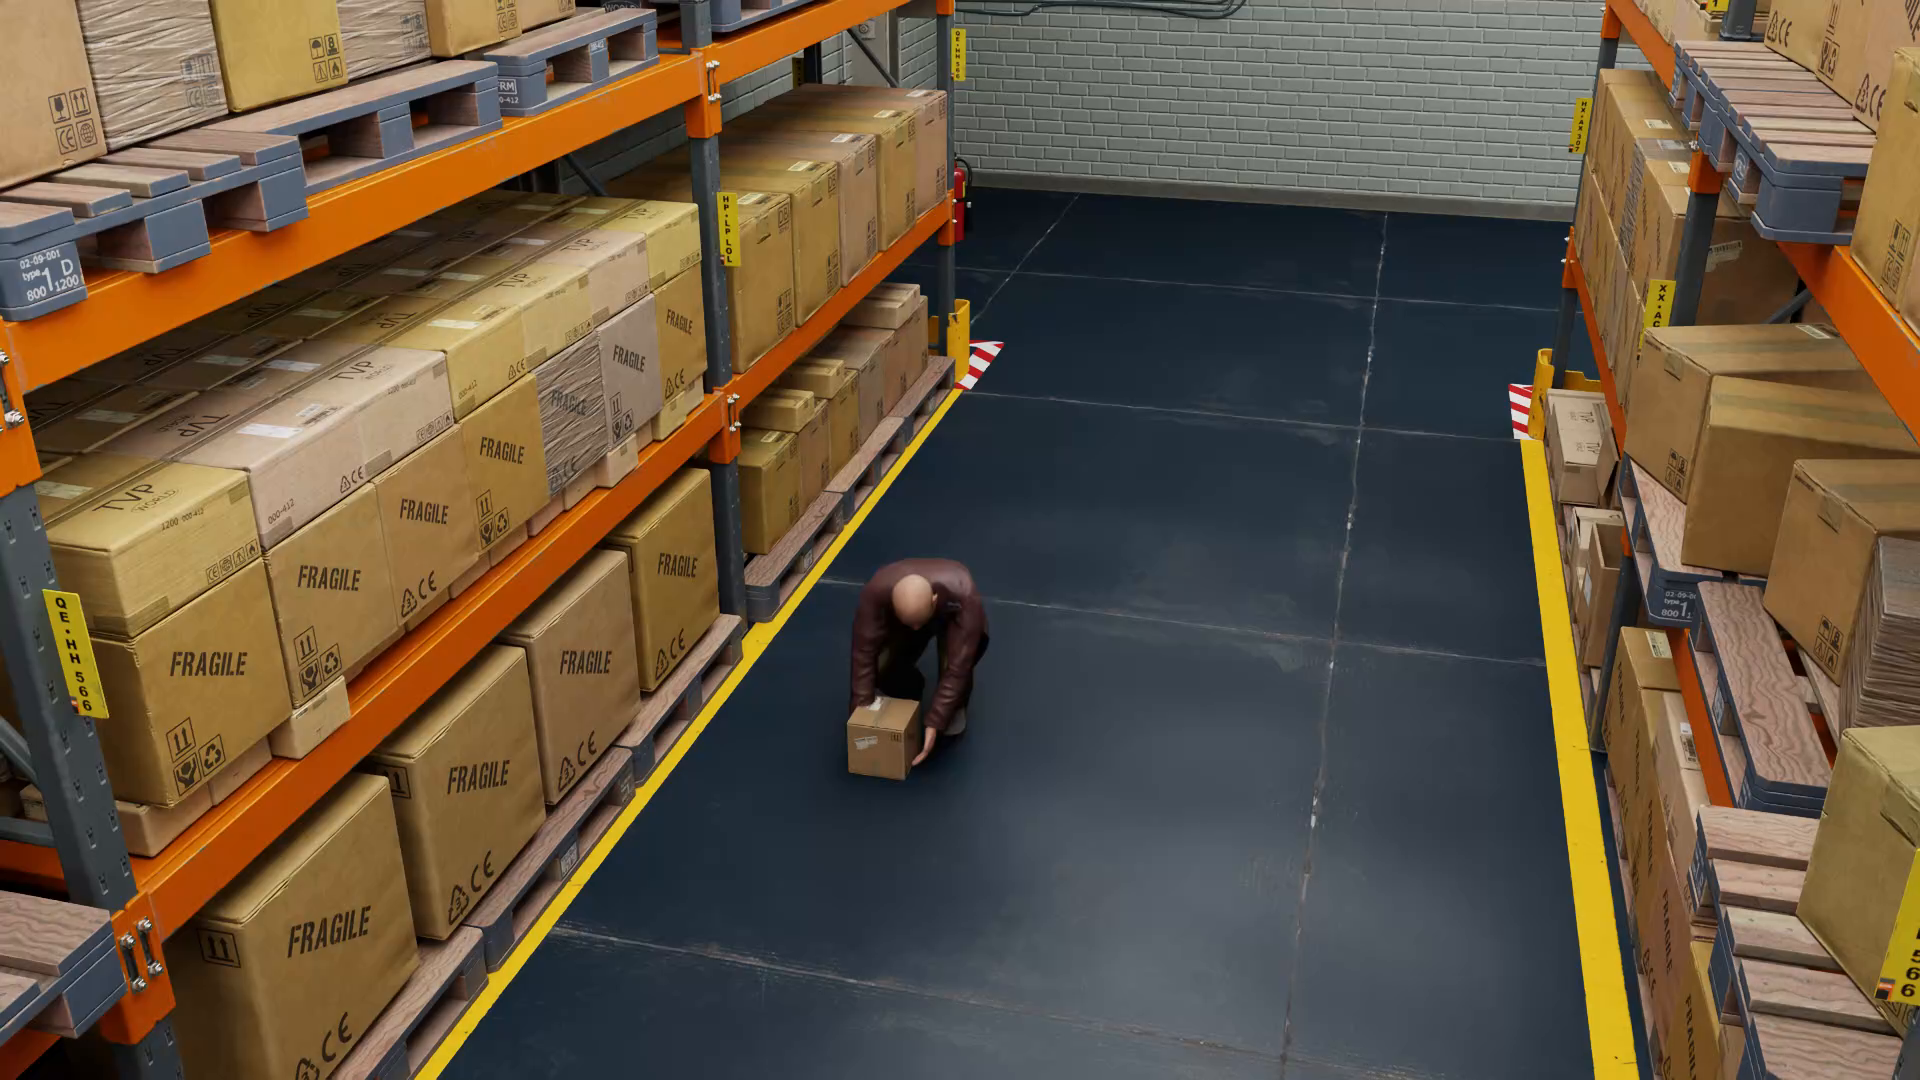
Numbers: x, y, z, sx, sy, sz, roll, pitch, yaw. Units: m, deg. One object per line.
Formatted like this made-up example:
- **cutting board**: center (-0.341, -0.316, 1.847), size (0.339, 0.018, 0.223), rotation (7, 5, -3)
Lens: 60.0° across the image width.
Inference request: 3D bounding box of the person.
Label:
- **person**: center (-0.155, 0.421, 7.257), size (0.590, 0.906, 0.872), rotation (6, 26, 14)
